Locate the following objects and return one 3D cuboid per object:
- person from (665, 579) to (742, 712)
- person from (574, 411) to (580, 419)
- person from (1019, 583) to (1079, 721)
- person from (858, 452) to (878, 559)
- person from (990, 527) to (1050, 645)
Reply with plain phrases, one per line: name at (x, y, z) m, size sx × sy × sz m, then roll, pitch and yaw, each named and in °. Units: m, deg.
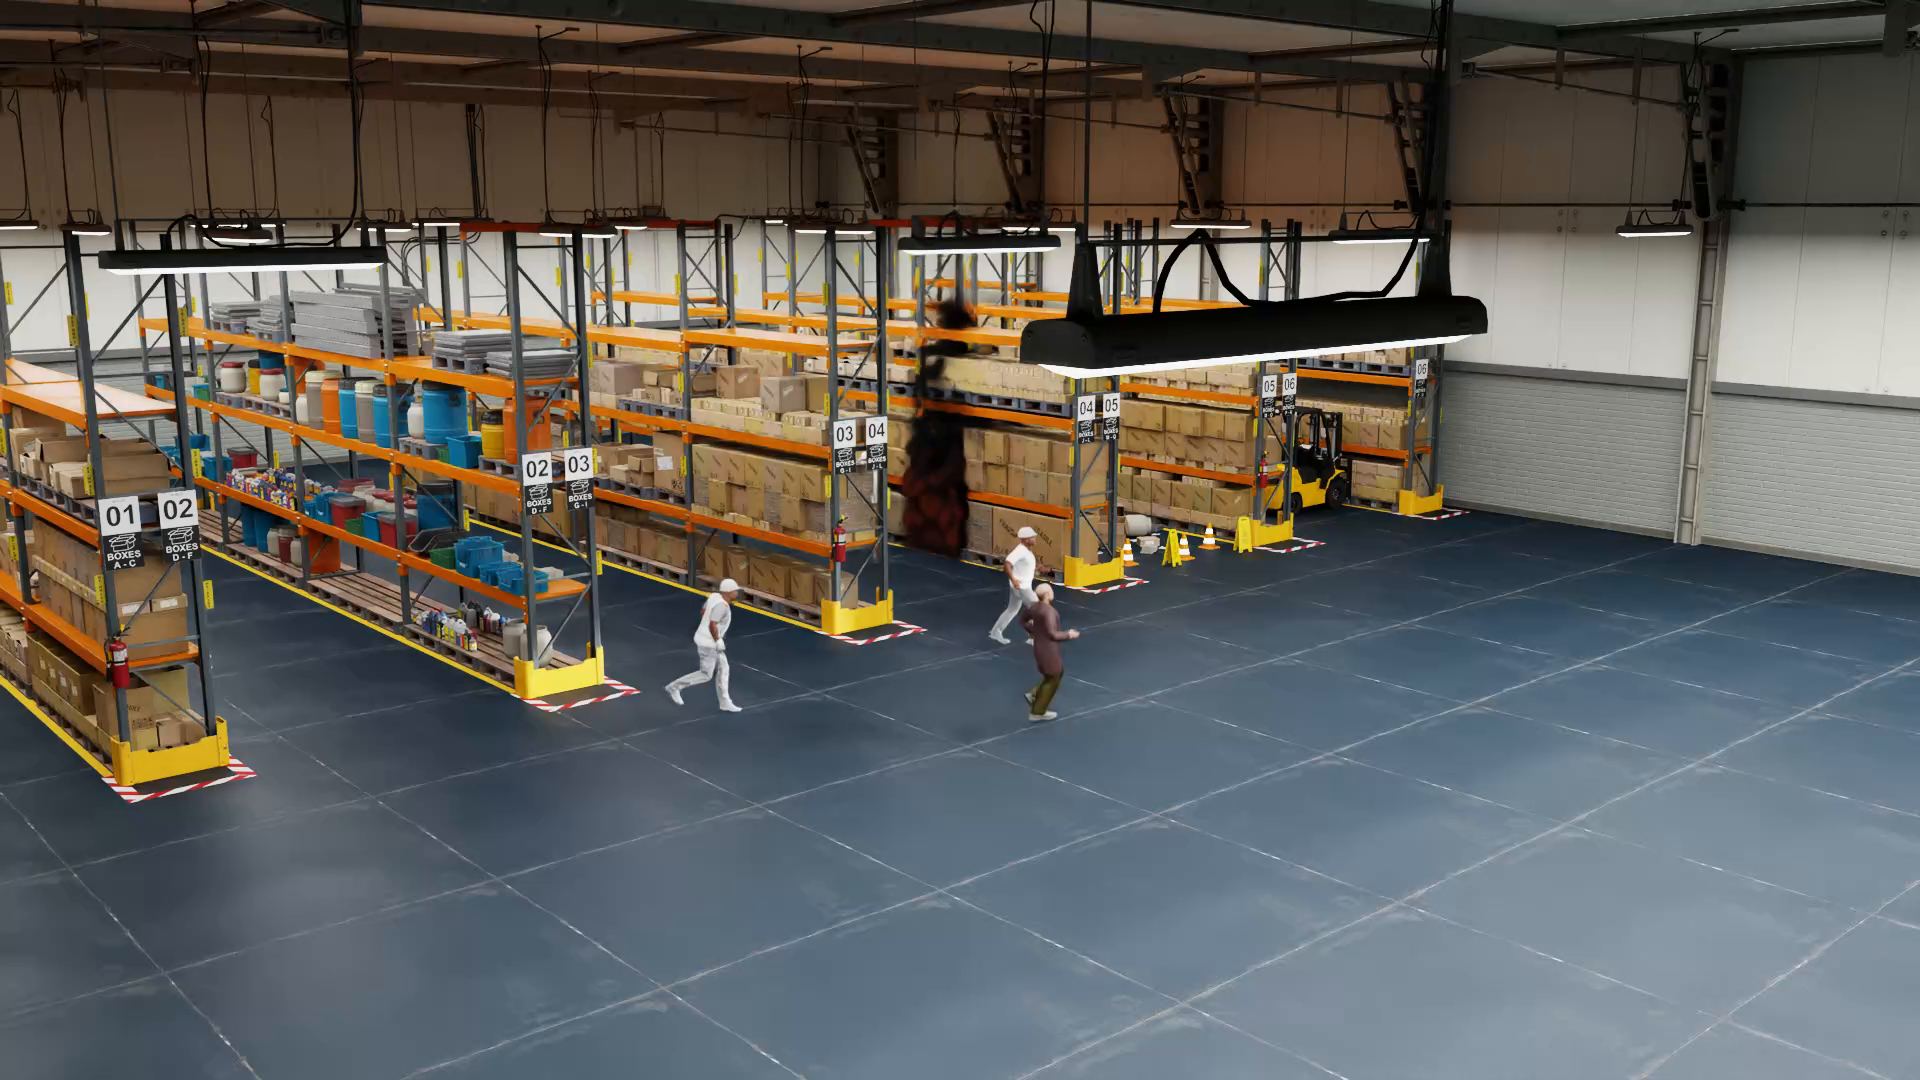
person at (-3.233, 1.353, 20.949) m, size 1.000 × 1.725 × 0.694 m, roll -4°, pitch 12°, yaw -20°
person at (-8.769, -2.110, 37.969) m, size 0.658 × 1.843 × 0.745 m, roll -9°, pitch 15°, yaw -38°
person at (1.132, 1.373, 20.624) m, size 0.630 × 1.733 × 0.698 m, roll -4°, pitch 12°, yaw -20°
person at (-1.612, -0.638, 29.115) m, size 0.771 × 1.849 × 0.633 m, roll 10°, pitch 15°, yaw 41°
person at (0.866, 0.700, 23.937) m, size 0.872 × 1.809 × 0.618 m, roll -1°, pitch 11°, yaw -3°
